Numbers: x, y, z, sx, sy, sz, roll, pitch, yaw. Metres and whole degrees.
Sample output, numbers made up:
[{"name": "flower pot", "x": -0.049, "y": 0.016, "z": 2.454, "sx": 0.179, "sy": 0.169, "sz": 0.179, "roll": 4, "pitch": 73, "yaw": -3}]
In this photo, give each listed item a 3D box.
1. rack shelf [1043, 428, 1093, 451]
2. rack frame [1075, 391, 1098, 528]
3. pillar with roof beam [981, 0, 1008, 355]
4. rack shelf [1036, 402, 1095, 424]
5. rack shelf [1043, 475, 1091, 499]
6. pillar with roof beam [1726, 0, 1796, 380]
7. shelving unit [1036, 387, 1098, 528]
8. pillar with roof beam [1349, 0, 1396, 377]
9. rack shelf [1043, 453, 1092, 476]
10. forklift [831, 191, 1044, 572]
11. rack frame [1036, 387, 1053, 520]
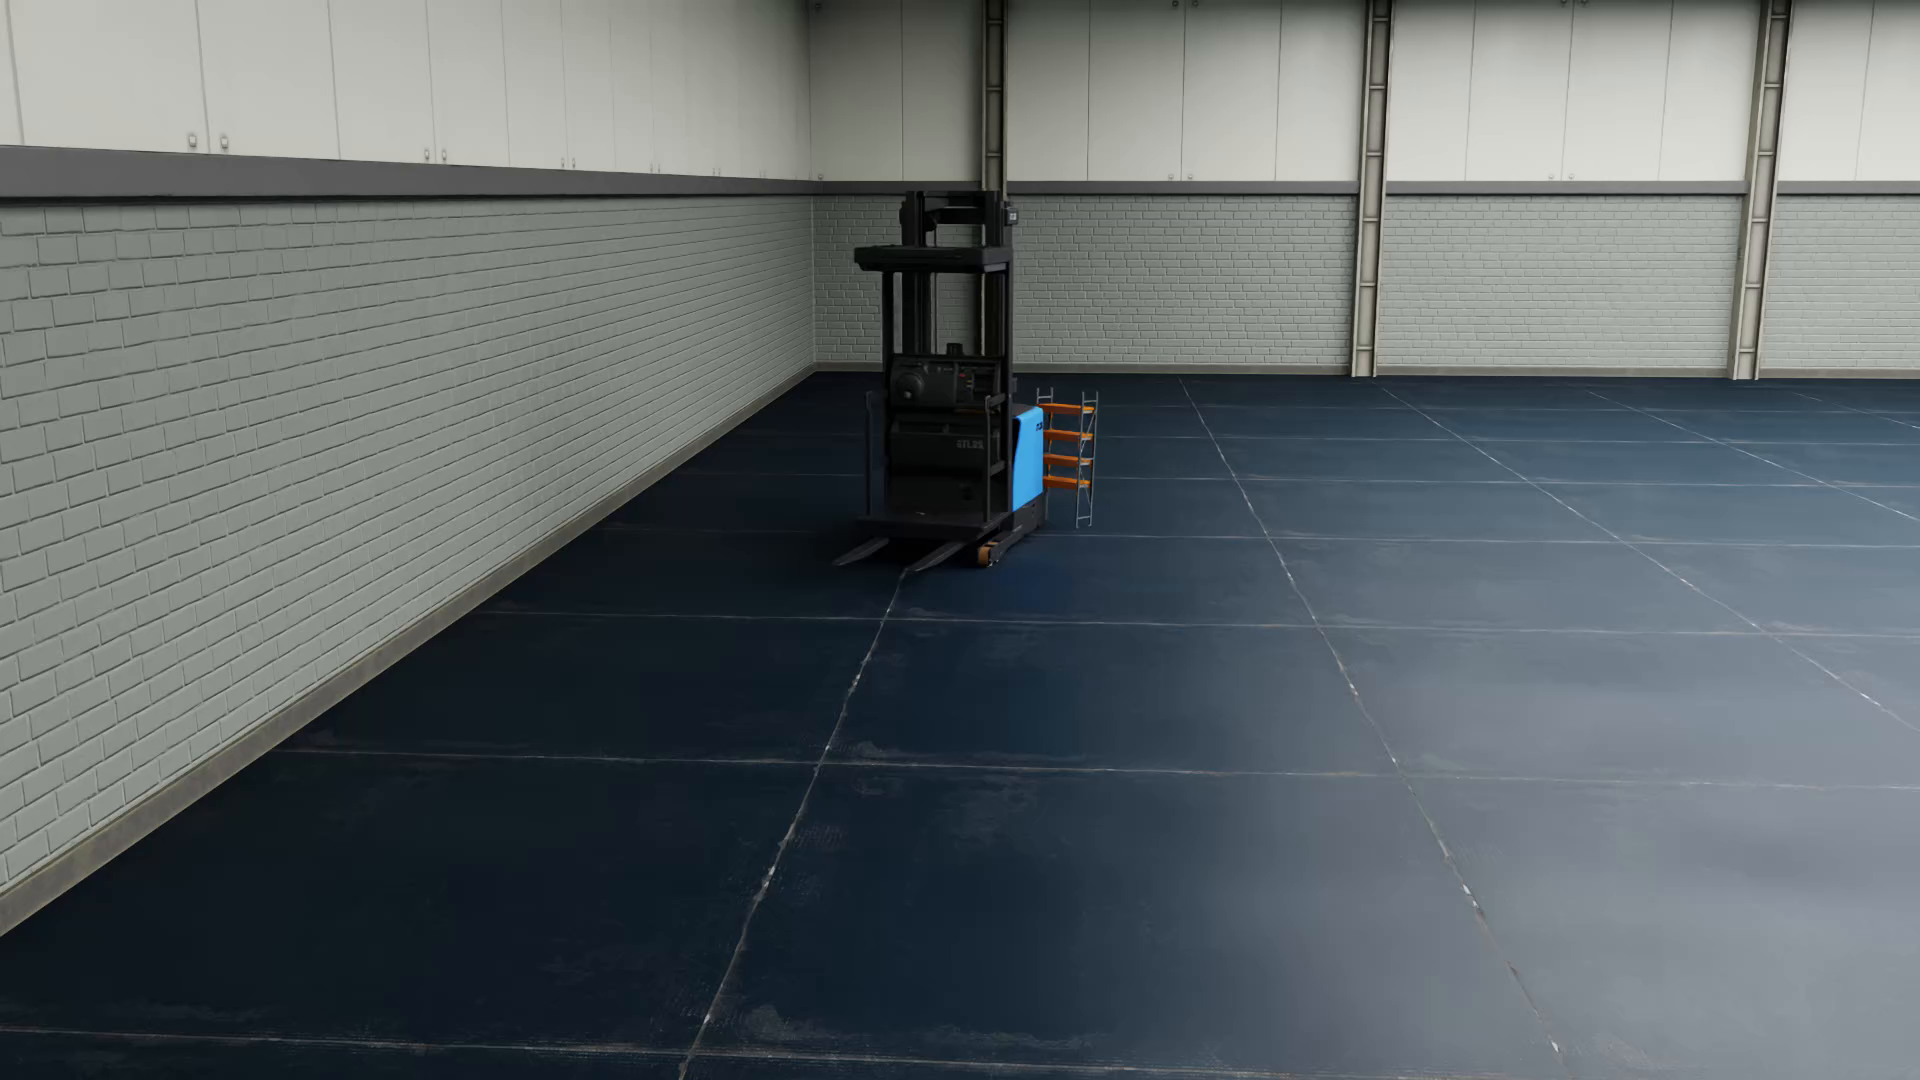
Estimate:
[{"name": "rack shelf", "x": 0.933, "y": -0.896, "z": 14.818, "sx": 0.480, "sy": 0.148, "sz": 0.258, "roll": 9, "pitch": 11, "yaw": 38}, {"name": "rack frame", "x": 1.118, "y": -0.710, "z": 14.694, "sx": 0.015, "sy": 1.200, "sz": 0.240, "roll": 9, "pitch": 11, "yaw": 38}, {"name": "pillar with roof beam", "x": 0.266, "y": -6.278, "z": 22.301, "sx": 0.400, "sy": 9.000, "sz": 9.100, "roll": 1, "pitch": 12, "yaw": 4}, {"name": "rack shelf", "x": 0.943, "y": -1.129, "z": 14.781, "sx": 0.480, "sy": 0.148, "sz": 0.258, "roll": 9, "pitch": 11, "yaw": 38}, {"name": "rack shelf", "x": 0.916, "y": -0.479, "z": 14.884, "sx": 0.480, "sy": 0.148, "sz": 0.258, "roll": 9, "pitch": 11, "yaw": 38}, {"name": "pillar with roof beam", "x": 12.239, "y": -6.113, "z": 21.516, "sx": 0.400, "sy": 9.000, "sz": 9.100, "roll": 1, "pitch": 12, "yaw": 4}, {"name": "shelving unit", "x": 0.927, "y": -0.741, "z": 14.843, "sx": 0.503, "sy": 1.200, "sz": 0.258, "roll": 9, "pitch": 11, "yaw": 38}, {"name": "pillar with roof beam", "x": 6.252, "y": -6.196, "z": 21.908, "sx": 0.400, "sy": 9.000, "sz": 9.100, "roll": 1, "pitch": 12, "yaw": 4}, {"name": "rack shelf", "x": 0.924, "y": -0.675, "z": 14.853, "sx": 0.480, "sy": 0.148, "sz": 0.258, "roll": 9, "pitch": 11, "yaw": 38}, {"name": "forklift", "x": -0.182, "y": -1.308, "z": 13.364, "sx": 1.130, "sy": 2.935, "sz": 3.031, "roll": 4, "pitch": 12, "yaw": 17}, {"name": "rack frame", "x": 0.736, "y": -0.773, "z": 14.991, "sx": 0.015, "sy": 1.200, "sz": 0.240, "roll": 9, "pitch": 11, "yaw": 38}]
